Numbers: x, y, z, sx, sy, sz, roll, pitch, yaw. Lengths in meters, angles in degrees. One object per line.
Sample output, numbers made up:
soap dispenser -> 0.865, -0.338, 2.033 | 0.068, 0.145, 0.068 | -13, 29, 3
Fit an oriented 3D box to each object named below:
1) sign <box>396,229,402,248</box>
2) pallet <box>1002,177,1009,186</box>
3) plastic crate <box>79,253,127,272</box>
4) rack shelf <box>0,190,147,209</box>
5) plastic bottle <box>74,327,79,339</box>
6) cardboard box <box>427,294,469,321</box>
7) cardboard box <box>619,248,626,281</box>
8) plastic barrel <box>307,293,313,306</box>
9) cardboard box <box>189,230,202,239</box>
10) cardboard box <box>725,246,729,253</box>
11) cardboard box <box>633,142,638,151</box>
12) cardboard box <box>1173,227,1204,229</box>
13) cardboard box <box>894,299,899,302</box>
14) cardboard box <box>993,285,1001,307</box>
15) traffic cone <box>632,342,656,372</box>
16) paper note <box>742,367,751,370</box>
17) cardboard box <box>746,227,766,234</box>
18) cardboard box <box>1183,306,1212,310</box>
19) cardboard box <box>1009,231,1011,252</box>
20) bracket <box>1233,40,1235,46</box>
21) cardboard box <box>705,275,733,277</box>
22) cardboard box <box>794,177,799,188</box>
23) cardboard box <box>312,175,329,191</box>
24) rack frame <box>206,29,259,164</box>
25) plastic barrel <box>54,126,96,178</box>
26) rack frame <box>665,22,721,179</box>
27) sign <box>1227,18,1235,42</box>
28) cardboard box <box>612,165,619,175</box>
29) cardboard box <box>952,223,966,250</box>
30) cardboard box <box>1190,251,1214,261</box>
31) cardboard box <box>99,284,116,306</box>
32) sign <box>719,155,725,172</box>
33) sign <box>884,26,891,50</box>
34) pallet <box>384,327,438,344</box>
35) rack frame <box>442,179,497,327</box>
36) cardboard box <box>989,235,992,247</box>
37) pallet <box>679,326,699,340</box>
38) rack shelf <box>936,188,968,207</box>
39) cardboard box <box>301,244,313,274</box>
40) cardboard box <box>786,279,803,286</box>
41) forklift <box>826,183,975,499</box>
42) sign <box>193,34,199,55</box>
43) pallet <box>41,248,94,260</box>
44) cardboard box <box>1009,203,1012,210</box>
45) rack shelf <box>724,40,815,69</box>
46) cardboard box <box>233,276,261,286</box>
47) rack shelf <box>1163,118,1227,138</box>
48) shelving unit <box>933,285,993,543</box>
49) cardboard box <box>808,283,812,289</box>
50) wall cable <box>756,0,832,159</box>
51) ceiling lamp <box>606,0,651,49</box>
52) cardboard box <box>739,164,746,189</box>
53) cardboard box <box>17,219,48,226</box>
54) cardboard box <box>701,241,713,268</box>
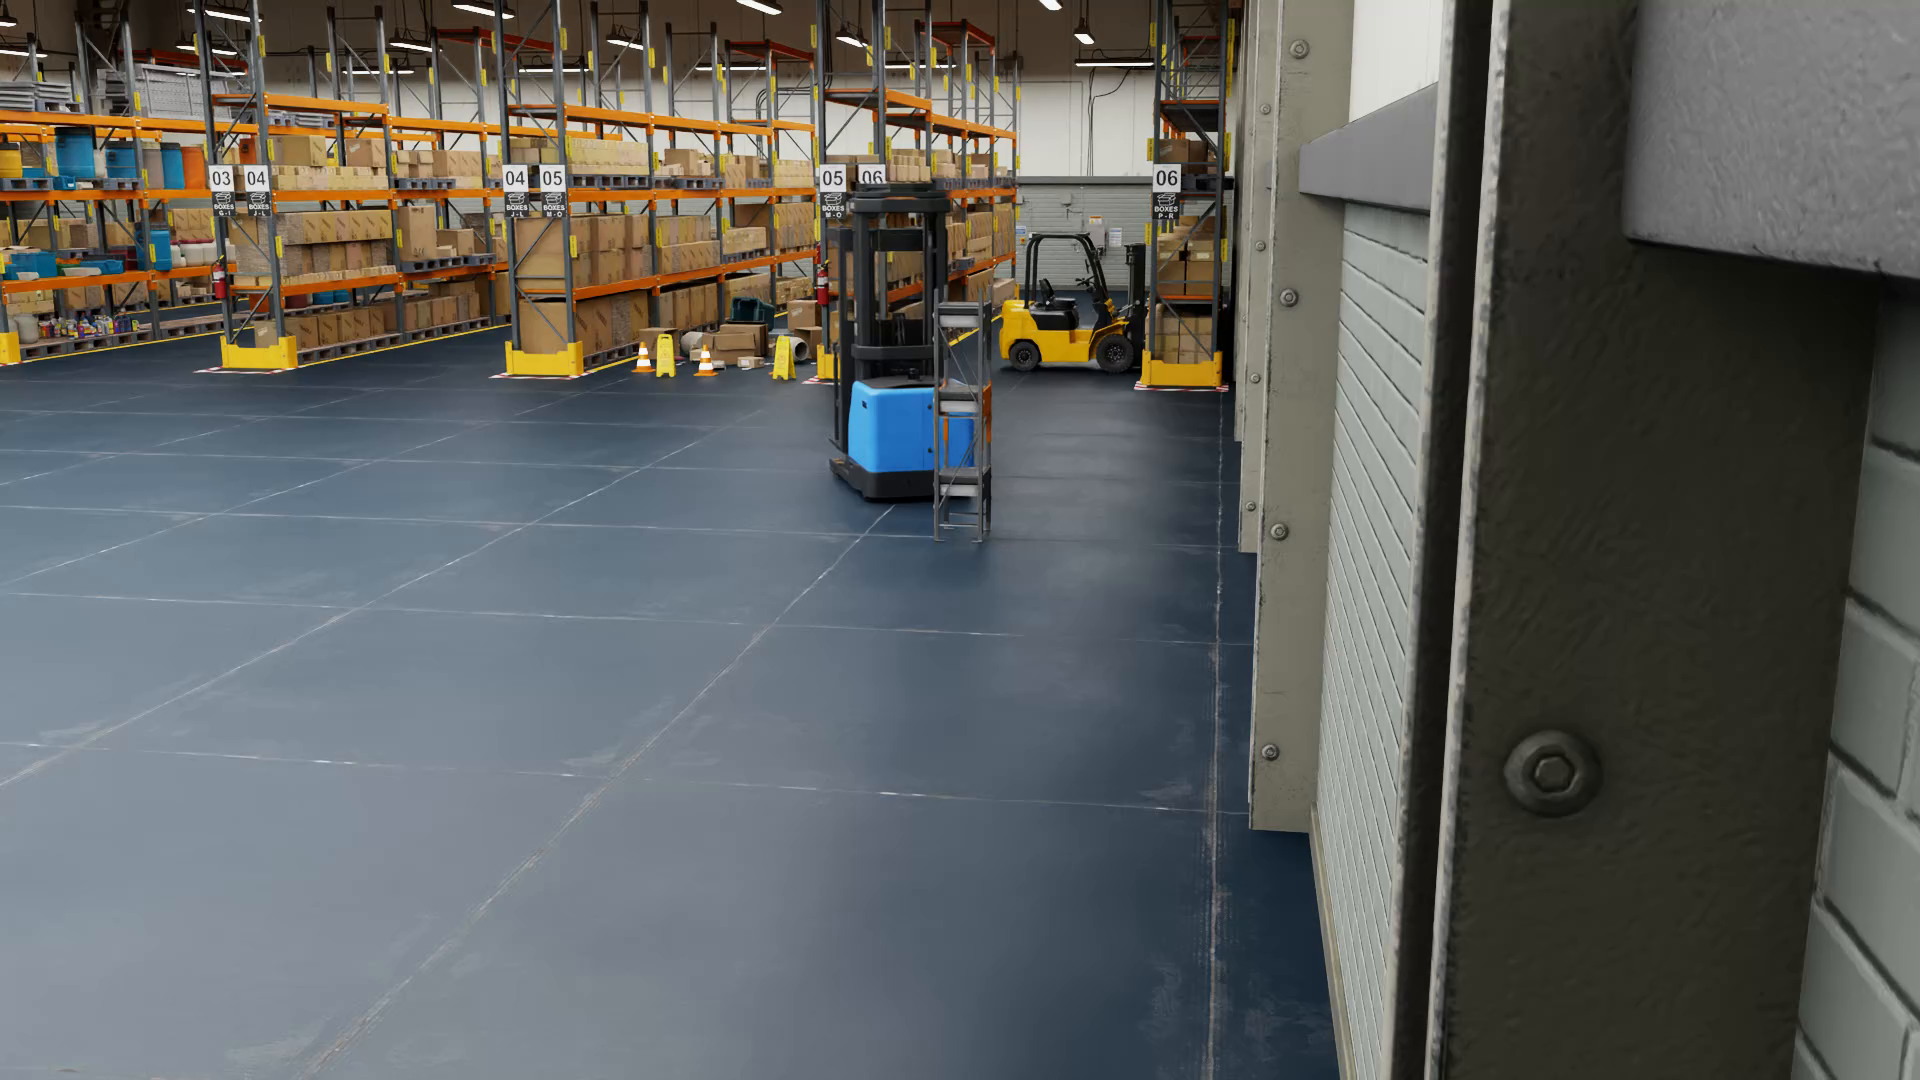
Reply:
sign -> -10.244, -5.508, 30.378 | 0.100, 0.325, 0.005 | 2, 12, 9
pallet -> 0.568, -8.291, 38.438 | 1.003, 0.211, 1.213 | 2, 12, 9
plastic crate -> -15.881, -5.126, 30.808 | 0.767, 0.338, 0.504 | 2, 12, 9
rack shelf -> -15.983, -5.960, 29.116 | 1.077, 0.370, 4.000 | 2, 12, 9
plastic bottle -> -15.687, -3.665, 29.477 | 0.097, 0.201, 0.097 | 0, 12, 0
cardboard box -> -10.322, -4.671, 33.436 | 0.700, 0.500, 0.500 | 1, 12, 4
cardboard box -> -6.202, -4.692, 28.287 | 0.875, 0.550, 0.550 | 2, 12, 9
plastic barrel -> -14.829, -5.541, 37.494 | 0.421, 0.512, 0.421 | 0, 12, 0
cardboard box -> -18.915, -7.341, 40.699 | 0.500, 0.500, 0.500 | 2, 12, 10
cardboard box -> -4.971, -5.977, 34.207 | 0.380, 0.149, 0.250 | 2, 12, 11
cardboard box -> -5.715, -6.715, 28.384 | 0.380, 0.149, 0.250 | 2, 12, 9
cardboard box -> 4.772, -6.338, 35.049 | 0.700, 0.500, 0.500 | 2, 12, 9
cardboard box -> -1.346, -3.894, 28.690 | 0.500, 0.500, 0.500 | 2, 12, 11
cardboard box -> 0.444, -5.525, 37.597 | 0.875, 0.438, 0.875 | 2, 12, 8
traffic cone -> -5.026, -2.911, 26.403 | 0.336, 0.463, 0.334 | 2, 12, 9
paper note -> -3.425, -2.757, 26.715 | 0.148, 0.019, 0.142 | -2, 12, -11
cardboard box -> -4.534, -6.868, 36.930 | 0.380, 0.149, 0.250 | 2, 12, 11
cardboard box -> 3.878, -3.650, 26.968 | 0.500, 0.250, 0.500 | 2, 12, 9
cardboard box -> 0.952, -7.114, 39.645 | 0.500, 0.500, 0.500 | 2, 12, 7
bracket -> 6.653, -12.267, 41.012 | 0.235, 0.232, 0.430 | 2, 12, 9
cardboard box -> -5.202, -5.572, 35.886 | 0.500, 0.250, 0.500 | 2, 12, 11
cardboard box -> -4.082, -8.386, 39.024 | 0.500, 0.250, 0.500 | 2, 12, 11
cardboard box -> -10.913, -5.964, 27.783 | 0.500, 0.250, 0.500 | 2, 12, 8
rack frame -> -15.060, -9.027, 34.519 | 1.000, 3.000, 0.127 | 2, 12, 9
plastic barrel -> -15.934, -6.974, 29.929 | 0.600, 0.901, 0.708 | 2, 12, 9
rack frame -> -5.280, -8.685, 32.931 | 1.000, 3.000, 0.127 | 2, 12, 9
sign -> 3.849, -7.235, 23.610 | 0.100, 0.325, 0.005 | 2, 12, 9
cardboard box -> -5.869, -6.113, 27.481 | 0.380, 0.149, 0.250 | 2, 12, 8
cardboard box -> -0.169, -5.909, 32.350 | 0.500, 0.500, 0.500 | 2, 12, 7
cardboard box -> 3.610, -4.215, 24.656 | 0.380, 0.149, 0.250 | 2, 12, 7
cardboard box -> -19.444, -5.547, 37.504 | 0.500, 0.500, 0.500 | 2, 12, 8
sign -> -4.733, -7.490, 33.093 | 0.100, 0.325, 0.005 | 2, 12, 9
sign -> -1.068, -7.358, 24.369 | 0.100, 0.325, 0.005 | 2, 12, 9
pallet -> -10.663, -3.900, 31.589 | 1.003, 0.211, 1.213 | 2, 12, 9
rack frame -> -10.166, -5.934, 34.407 | 1.000, 3.000, 0.127 | 2, 12, 9
cardboard box -> 0.414, -6.517, 36.281 | 0.500, 0.250, 0.500 | 2, 12, 9
pallet -> -5.666, -3.974, 31.932 | 1.003, 0.211, 1.213 | 2, 12, 9
rack shelf -> -0.681, -6.311, 30.745 | 1.077, 0.370, 4.000 | 2, 12, 9
cardboard box -> -11.326, -4.684, 27.666 | 0.875, 0.500, 0.500 | 2, 12, 9
cardboard box -> -3.979, -6.183, 39.923 | 0.380, 0.149, 0.250 | 2, 12, 11
forklift -> -0.718, -2.084, 16.705 | 1.130, 2.935, 3.031 | -3, 13, -14
sign -> -11.941, -7.757, 26.035 | 0.100, 0.325, 0.005 | 2, 12, 9
pallet -> -19.919, -6.305, 36.585 | 1.213, 0.211, 1.003 | 2, 12, 9
cardboard box -> 1.028, -7.941, 39.572 | 0.380, 0.149, 0.250 | 2, 12, 8
rack shelf -> -4.358, -11.207, 38.453 | 1.077, 0.370, 4.000 | 2, 12, 9
cardboard box -> -11.556, -4.212, 27.012 | 0.380, 0.149, 0.250 | 2, 12, 9
rack shelf -> 4.224, -7.422, 29.728 | 1.077, 0.370, 4.000 | 2, 12, 9
shelving unit -> 0.025, -1.061, 13.932 | 0.431, 2.100, 0.503 | 2, 12, 9
cardboard box -> -3.849, -6.255, 40.963 | 0.380, 0.149, 0.250 | 2, 12, 7
wall cable -> -4.660, -13.170, 46.107 | 2.277, 5.999, 0.120 | 2, 12, 9
ceiling lamp -> -6.956, -12.289, 35.803 | 0.800, 3.185, 2.000 | 2, 12, 9
cardboard box -> -4.788, -7.586, 34.716 | 0.500, 0.500, 0.500 | 2, 12, 9
cardboard box -> -23.914, -7.810, 42.403 | 0.980, 0.700, 0.700 | 1, 12, 6
cardboard box -> -5.162, -5.595, 32.596 | 0.500, 0.500, 0.500 | 2, 12, 9
